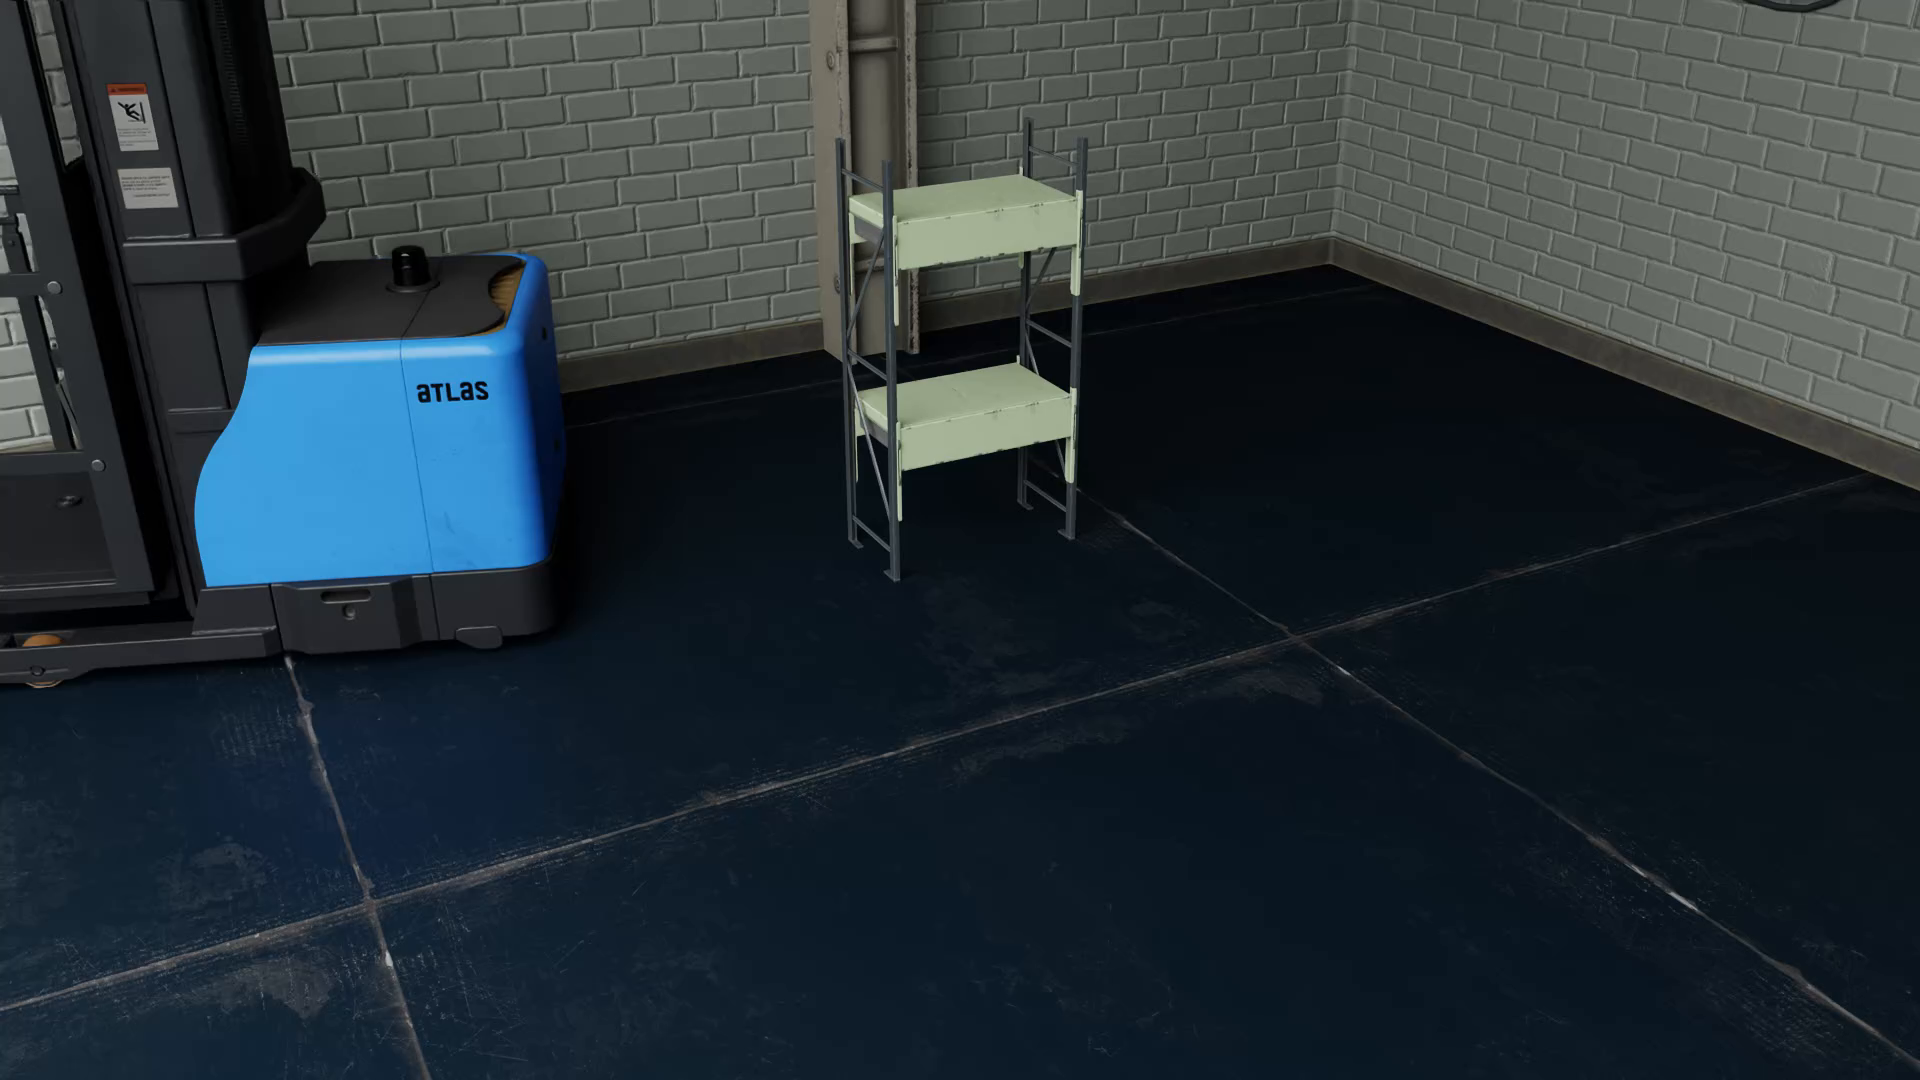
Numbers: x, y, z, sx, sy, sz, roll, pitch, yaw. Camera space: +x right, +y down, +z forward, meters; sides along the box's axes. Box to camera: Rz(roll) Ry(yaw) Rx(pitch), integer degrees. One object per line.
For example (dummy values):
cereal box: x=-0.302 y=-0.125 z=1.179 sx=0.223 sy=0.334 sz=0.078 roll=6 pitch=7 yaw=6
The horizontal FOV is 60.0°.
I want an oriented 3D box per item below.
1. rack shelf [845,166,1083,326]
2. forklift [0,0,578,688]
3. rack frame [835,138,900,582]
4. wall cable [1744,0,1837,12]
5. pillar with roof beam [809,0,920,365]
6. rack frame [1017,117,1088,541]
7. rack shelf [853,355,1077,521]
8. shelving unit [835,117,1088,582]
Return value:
rack shelf: x=0.006 y=-1.029 z=5.759 sx=0.720 sy=0.370 sz=0.431 roll=-13 pitch=29 yaw=-25
forklift: x=-2.888 y=-1.085 z=5.122 sx=3.031 sy=2.935 sz=1.130 roll=-4 pitch=26 yaw=-7
rack frame: x=-0.317 y=-0.603 z=5.773 sx=0.023 sy=1.500 sz=0.400 roll=-13 pitch=29 yaw=-25
wall cable: x=2.782 y=-3.690 z=7.127 sx=0.112 sy=2.526 sz=3.097 roll=-13 pitch=29 yaw=-25
pillar with roof beam: x=1.586 y=-3.351 z=2.832 sx=0.400 sy=9.000 sz=9.100 roll=-13 pitch=29 yaw=-25
rack frame: x=0.329 y=-0.752 z=6.083 sx=0.023 sy=1.500 sz=0.400 roll=-13 pitch=29 yaw=-25
rack shelf: x=0.006 y=-0.384 z=6.069 sx=0.720 sy=0.370 sz=0.431 roll=-13 pitch=29 yaw=-25
shelving unit: x=0.006 y=-0.677 z=5.928 sx=0.755 sy=1.500 sz=0.431 roll=-13 pitch=29 yaw=-25
